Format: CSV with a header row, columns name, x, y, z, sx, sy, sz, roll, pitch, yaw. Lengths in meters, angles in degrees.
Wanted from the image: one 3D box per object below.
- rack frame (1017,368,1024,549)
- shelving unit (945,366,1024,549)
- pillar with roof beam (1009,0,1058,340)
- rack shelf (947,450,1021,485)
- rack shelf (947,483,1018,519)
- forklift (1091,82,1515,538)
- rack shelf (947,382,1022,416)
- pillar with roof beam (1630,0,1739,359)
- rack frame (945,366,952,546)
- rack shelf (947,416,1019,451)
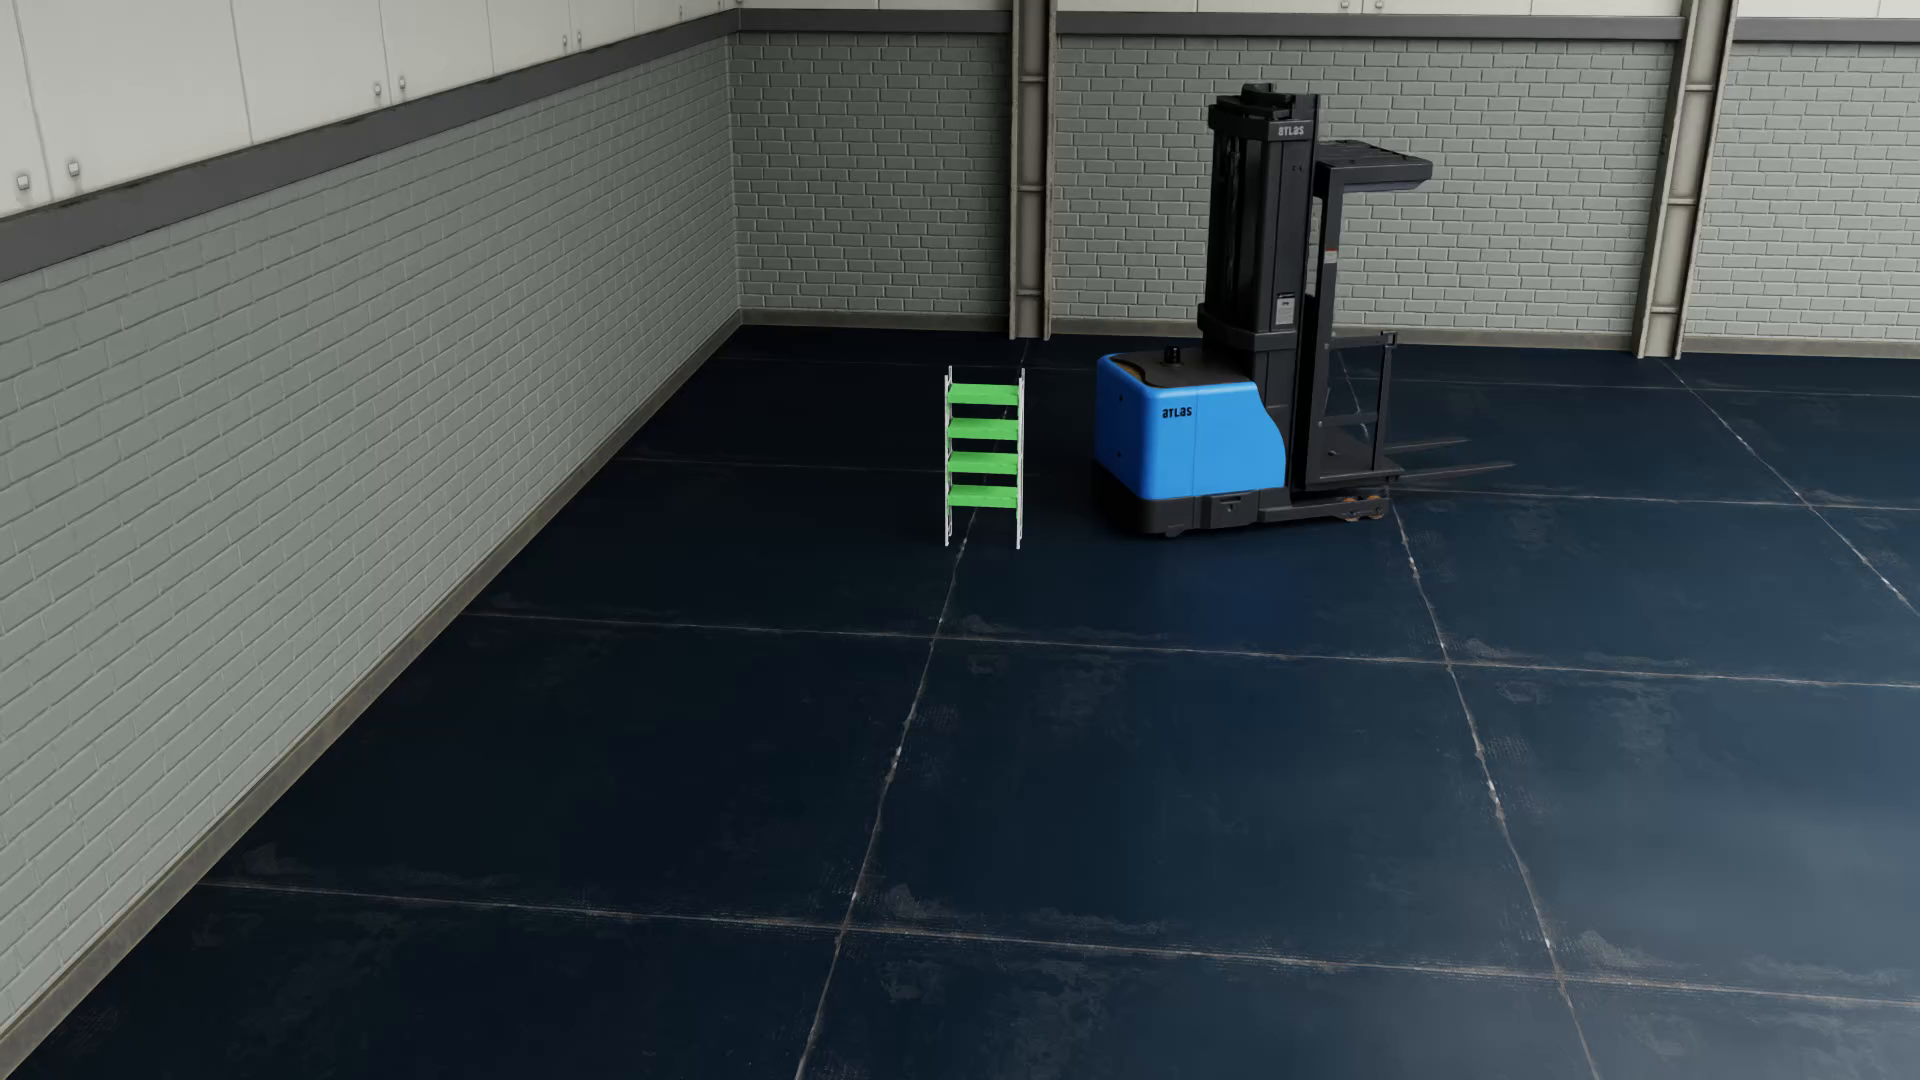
name,x,y,z,sx,sy,sz,roll,pitch,yaw
rack frame,0.407,-0.540,11.174,0.015,1.200,0.240,2,22,6
shelving unit,0.164,-0.551,11.201,0.503,1.200,0.258,2,22,6
pillar with roof beam,0.191,-4.651,10.964,0.400,9.000,9.100,2,22,6
rack shelf,0.164,-0.491,11.225,0.480,0.148,0.258,2,22,6
rack shelf,0.164,-0.268,11.313,0.480,0.148,0.258,2,22,6
forklift,2.538,-1.671,11.679,3.031,2.935,1.130,-6,22,-15
rack shelf,0.164,-0.938,11.048,0.480,0.148,0.258,2,22,6
pillar with roof beam,6.149,-4.391,10.307,0.400,9.000,9.100,2,22,6
rack frame,-0.078,-0.561,11.228,0.015,1.200,0.240,2,22,6
rack shelf,0.164,-0.715,11.136,0.480,0.148,0.258,2,22,6
